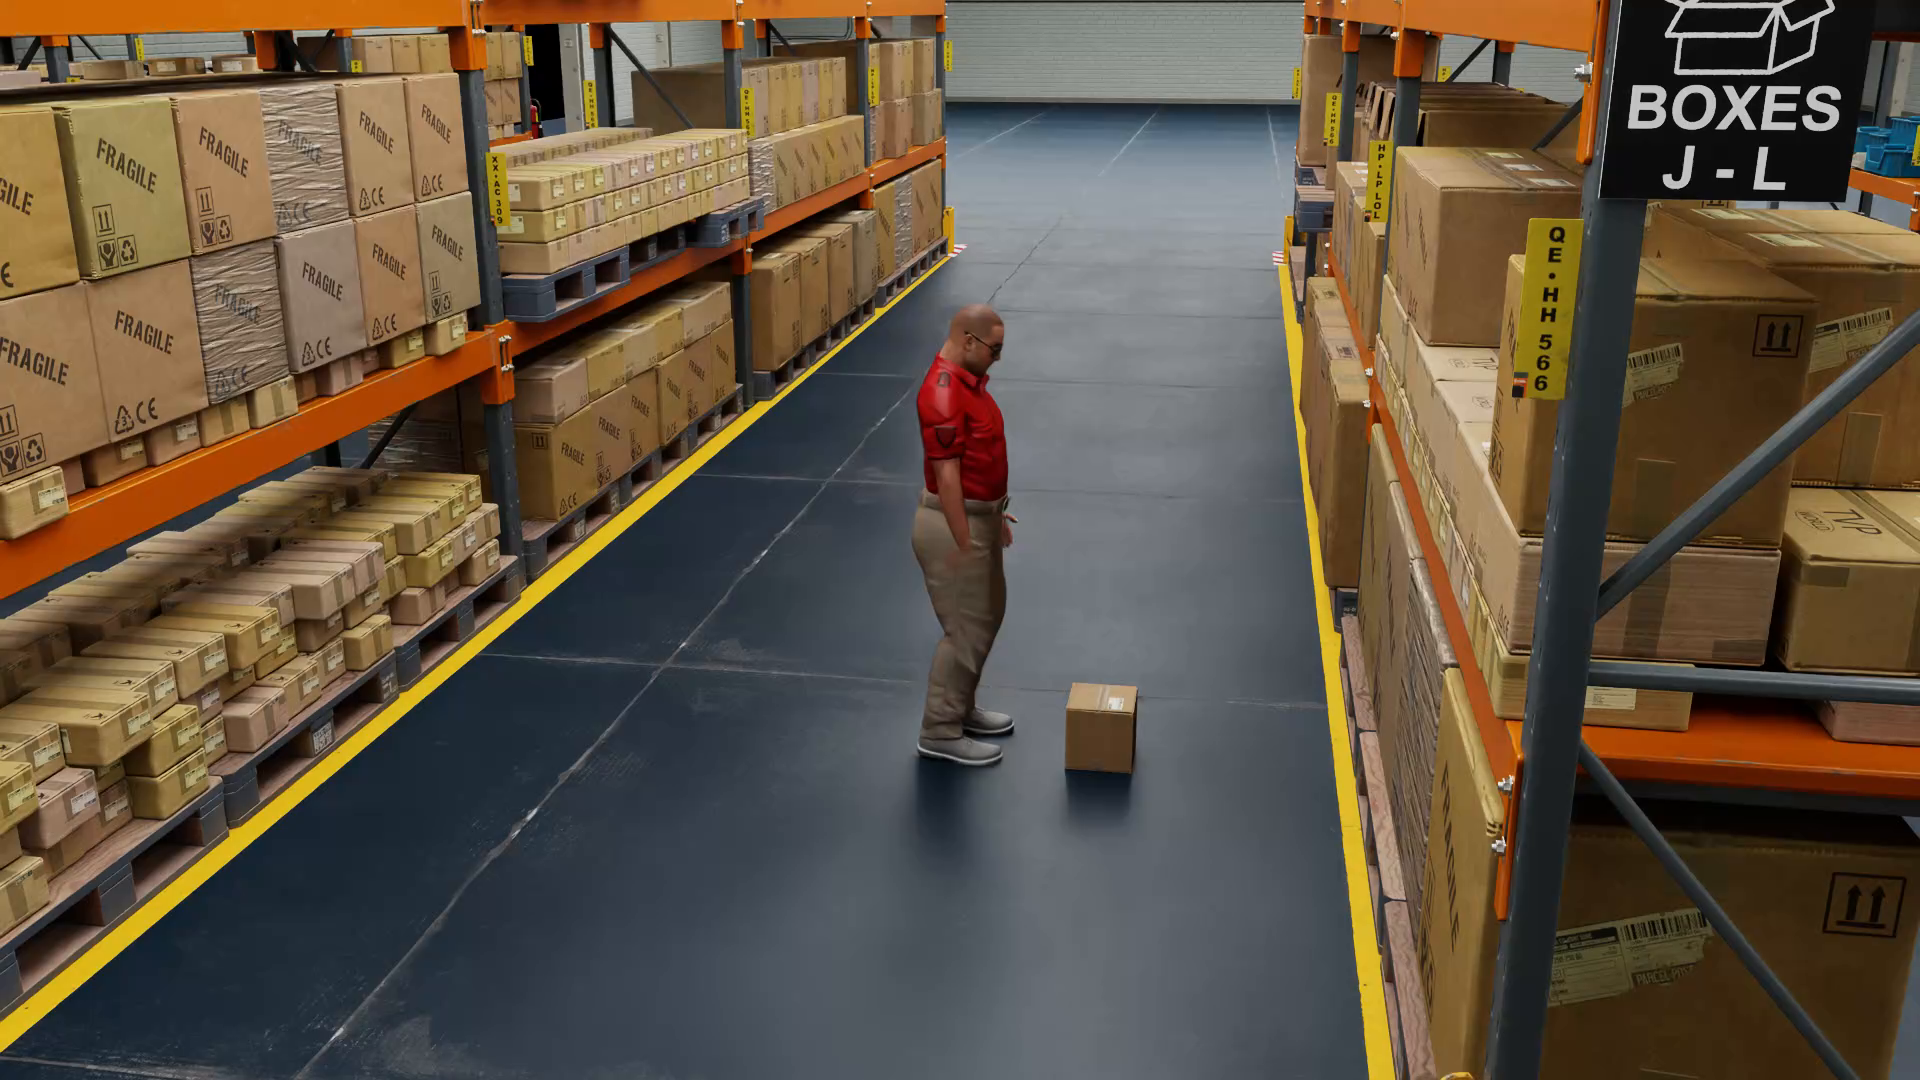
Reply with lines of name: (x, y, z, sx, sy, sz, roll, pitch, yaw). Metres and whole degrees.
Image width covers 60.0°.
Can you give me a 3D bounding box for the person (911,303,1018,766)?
person: (0.017, -0.034, 6.232, 0.359, 1.714, 0.538, 3, 18, 10)
